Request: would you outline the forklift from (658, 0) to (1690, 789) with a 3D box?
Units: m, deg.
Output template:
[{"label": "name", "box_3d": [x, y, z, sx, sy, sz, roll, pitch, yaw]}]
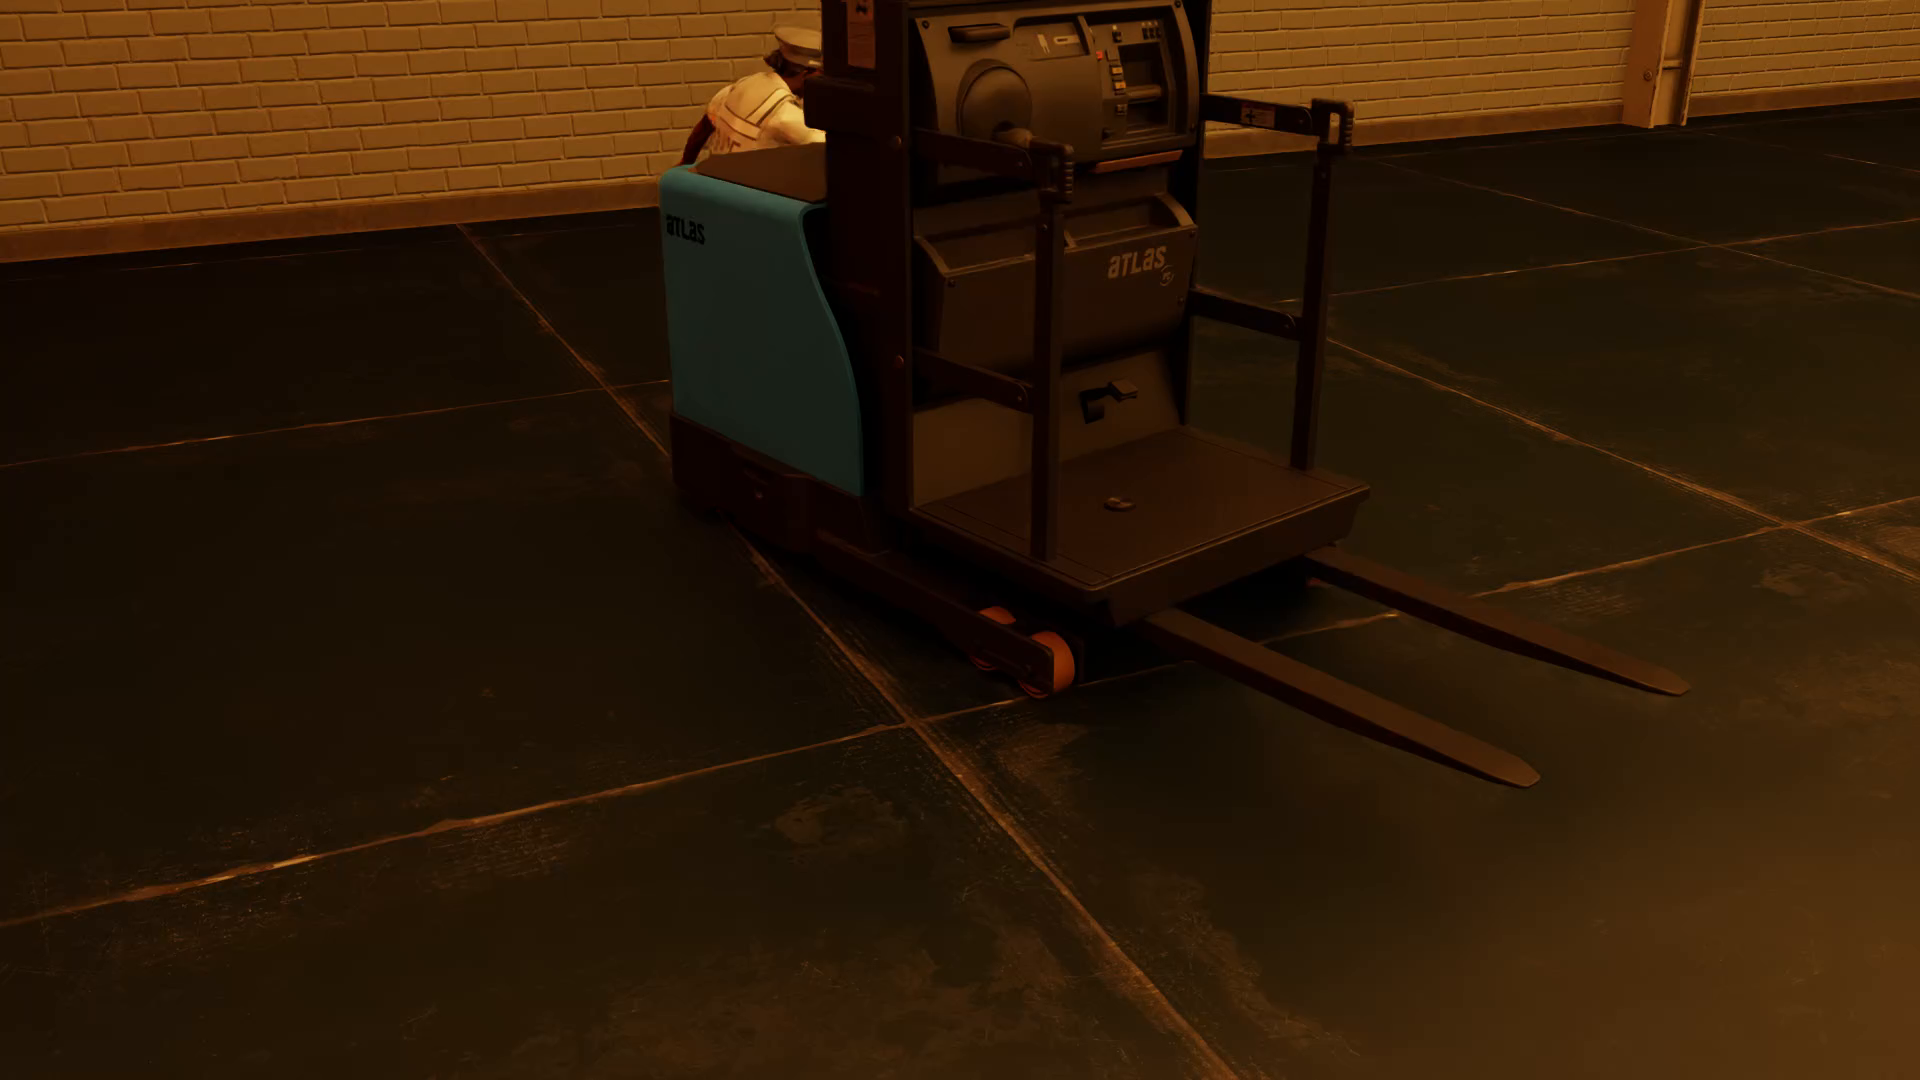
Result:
[{"label": "forklift", "box_3d": [0.407, -1.177, 4.119, 1.130, 2.935, 3.031, -18, 29, -37]}]

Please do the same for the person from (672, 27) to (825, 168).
[{"label": "person", "box_3d": [-0.599, -1.296, 6.532, 0.913, 1.407, 0.972, -10, 24, -22]}]
